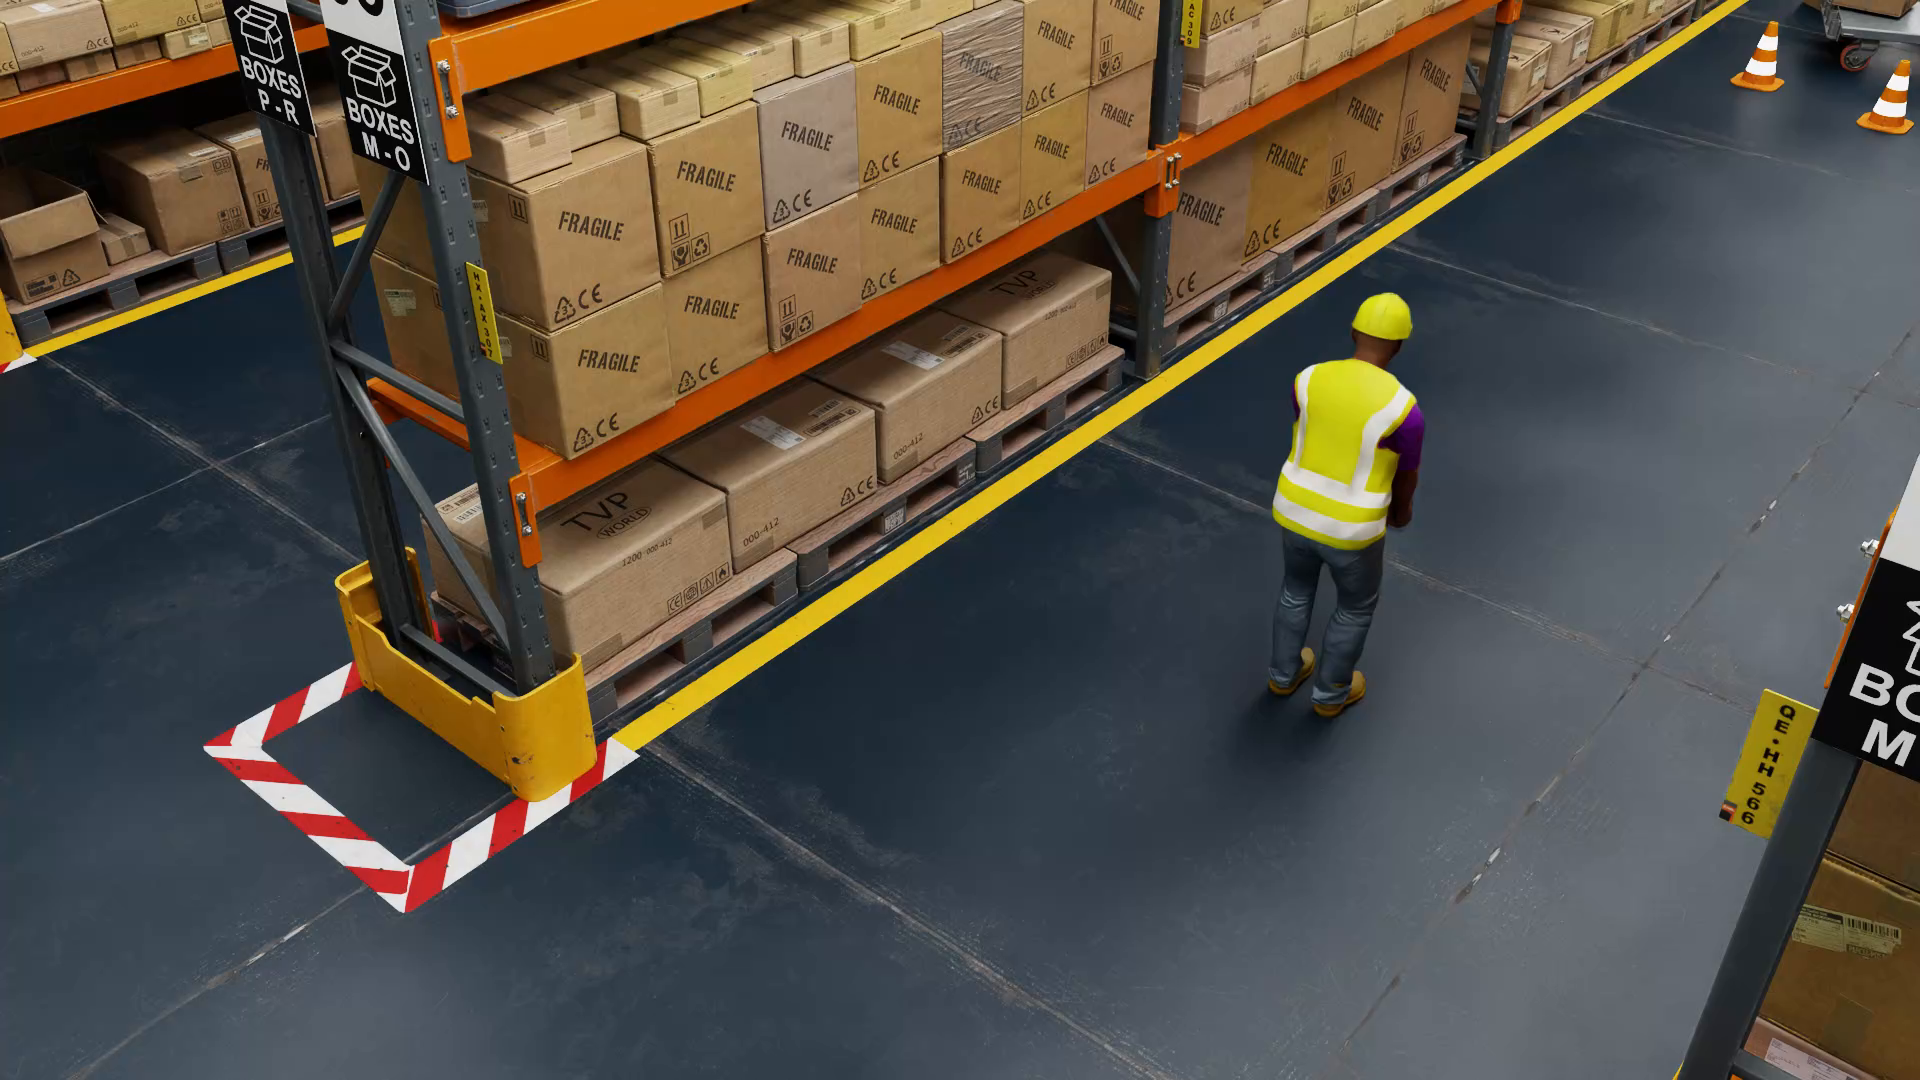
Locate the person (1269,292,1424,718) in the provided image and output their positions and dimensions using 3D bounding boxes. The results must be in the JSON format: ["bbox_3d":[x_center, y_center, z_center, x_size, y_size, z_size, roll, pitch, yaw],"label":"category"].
[{"bbox_3d":[1.457,-0.121,6.340,0.498,1.717,0.616,25,42,31],"label":"person"}]
